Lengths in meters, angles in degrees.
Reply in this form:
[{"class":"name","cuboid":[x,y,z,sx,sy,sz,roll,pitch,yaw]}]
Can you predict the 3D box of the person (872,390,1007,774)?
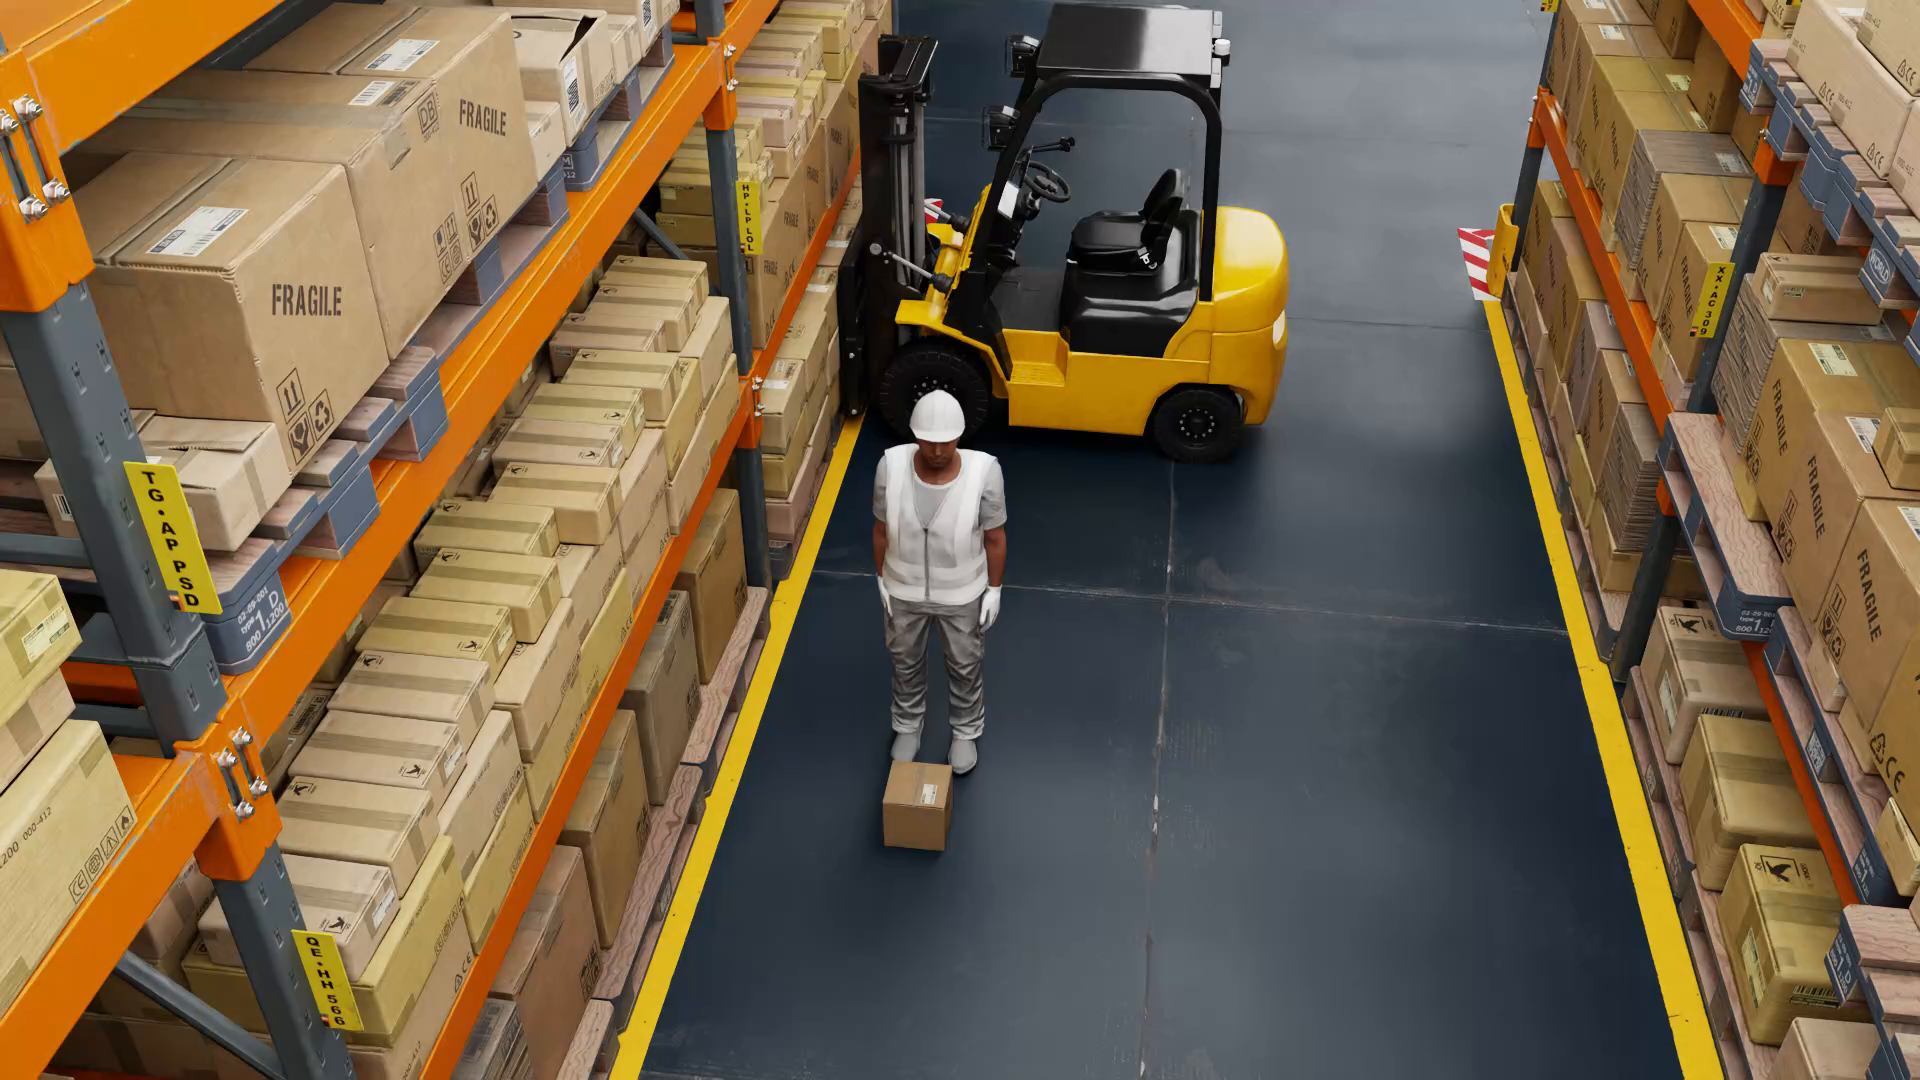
[{"class":"person","cuboid":[-0.087,0.195,6.772,0.545,1.803,0.350,5,36,7]}]
